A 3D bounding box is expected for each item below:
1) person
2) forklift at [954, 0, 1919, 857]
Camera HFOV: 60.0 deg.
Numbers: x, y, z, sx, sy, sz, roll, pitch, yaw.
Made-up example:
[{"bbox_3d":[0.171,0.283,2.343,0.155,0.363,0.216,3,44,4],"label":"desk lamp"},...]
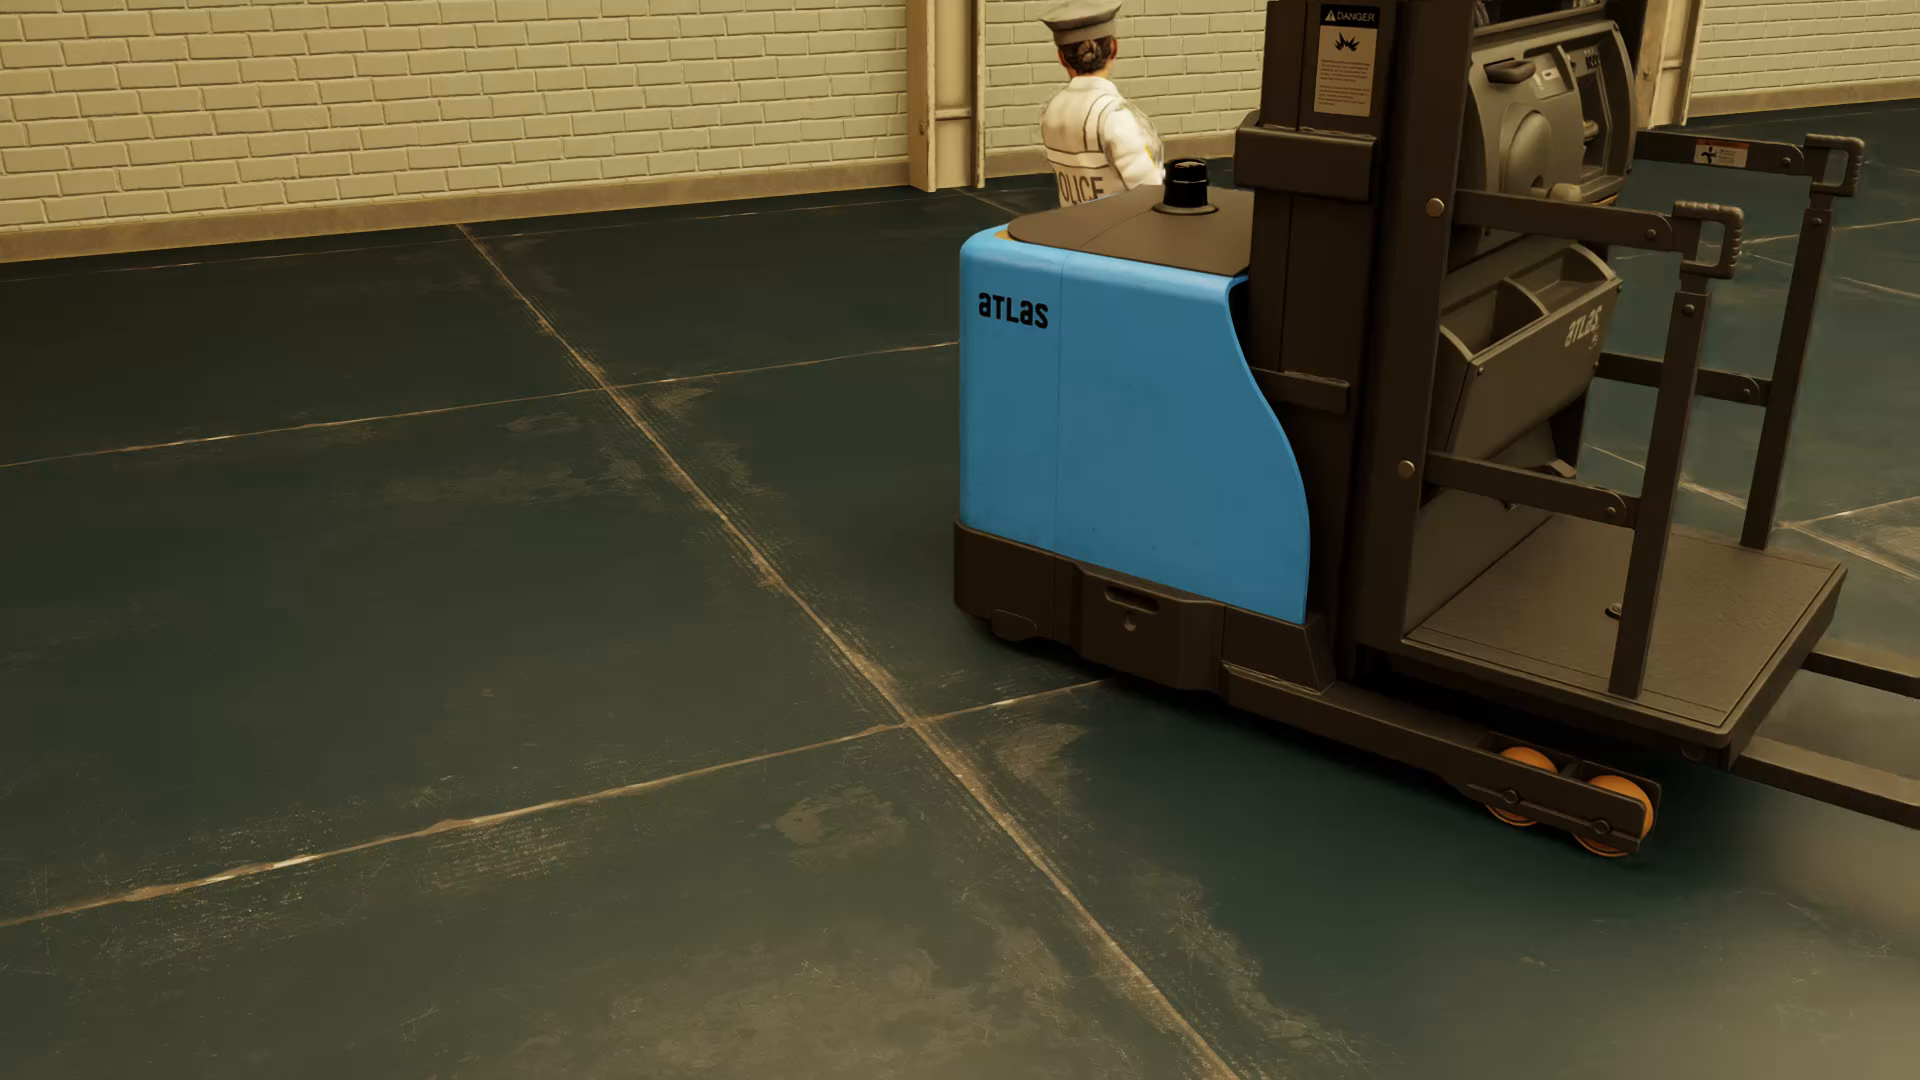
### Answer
[{"bbox_3d":[0.510,-0.791,4.979,0.818,1.578,0.644,-18,29,-37],"label":"person"},{"bbox_3d":[1.457,-0.917,3.495,3.031,2.935,1.130,17,28,35],"label":"forklift"}]
